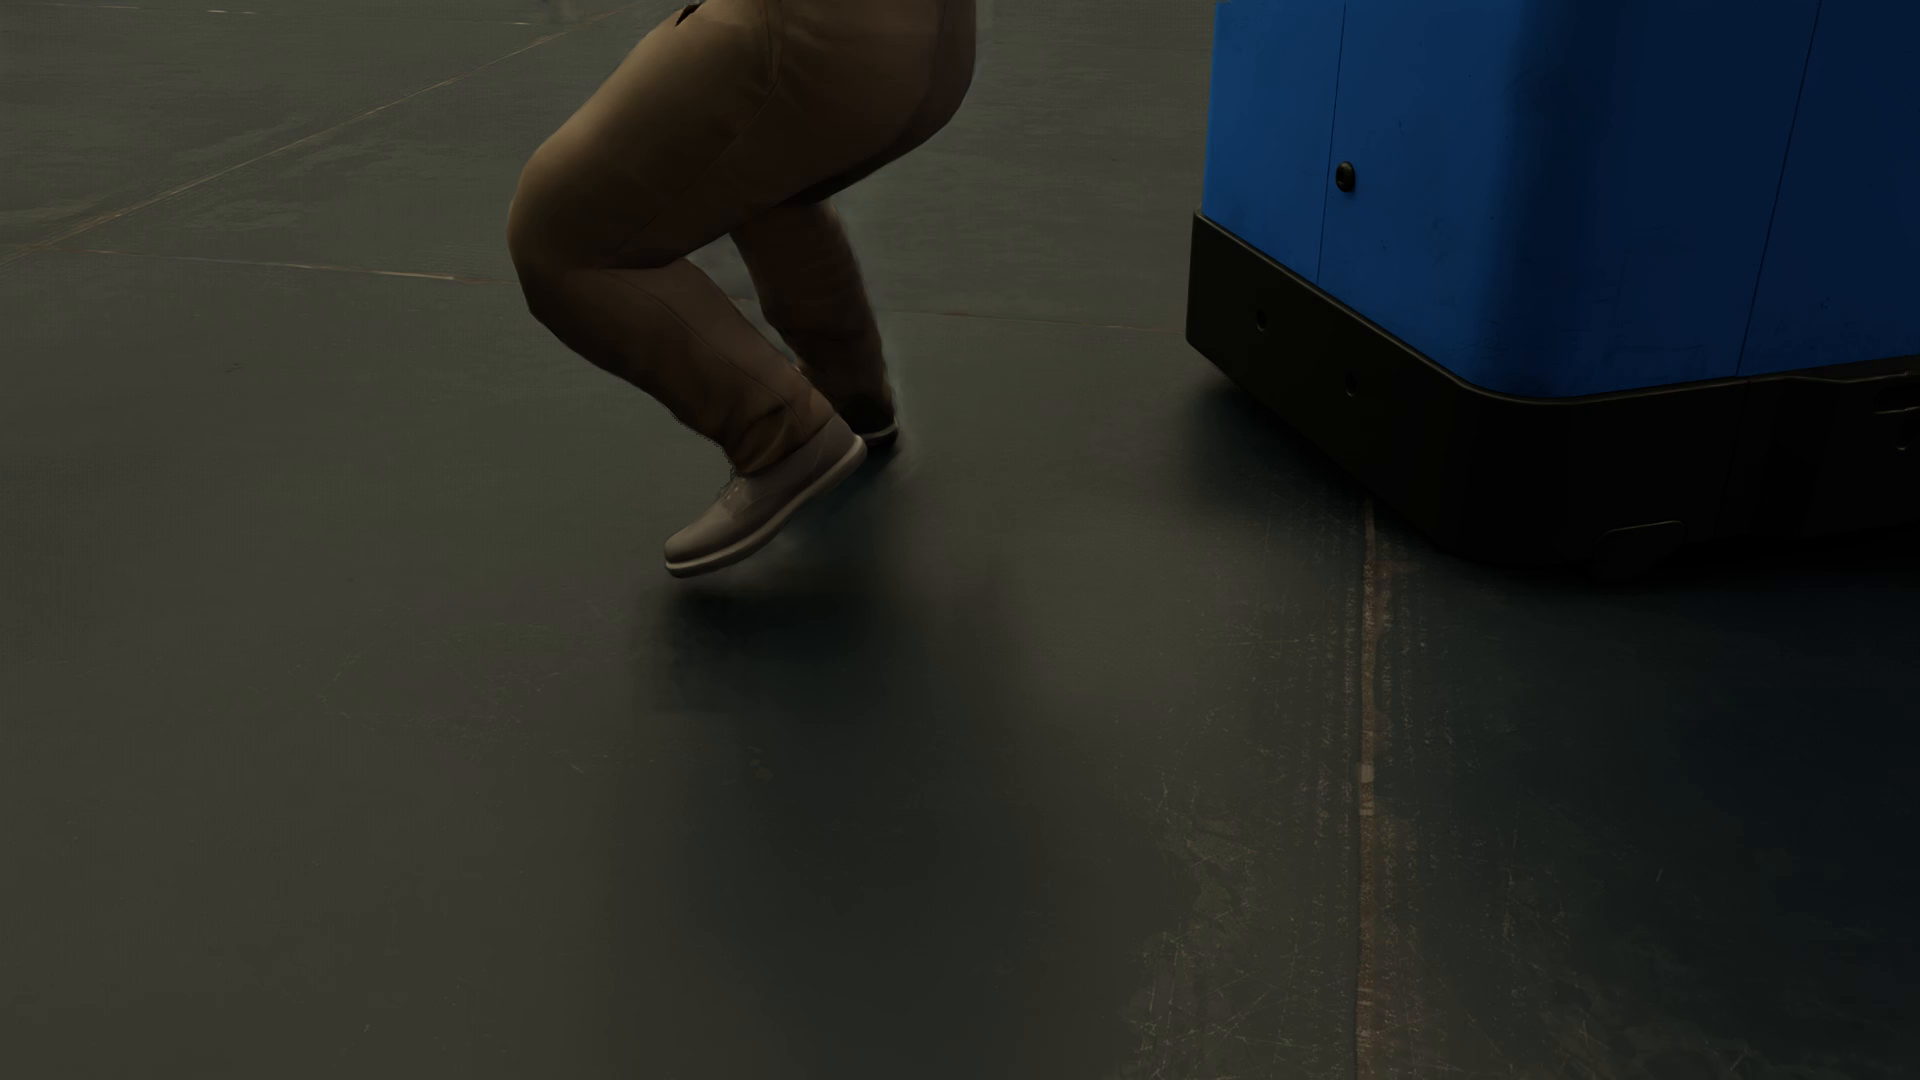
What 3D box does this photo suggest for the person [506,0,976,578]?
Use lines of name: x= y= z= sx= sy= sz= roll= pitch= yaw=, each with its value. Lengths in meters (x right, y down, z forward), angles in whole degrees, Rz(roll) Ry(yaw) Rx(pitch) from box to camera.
person: x=-0.301 y=-0.732 z=2.194 sx=0.667 sy=1.572 sz=0.856 roll=8 pitch=28 yaw=16

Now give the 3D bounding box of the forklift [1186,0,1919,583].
forklift: x=1.993 y=-1.620 z=2.456 sx=3.031 sy=2.935 sz=1.130 roll=-8 pitch=28 yaw=-15
